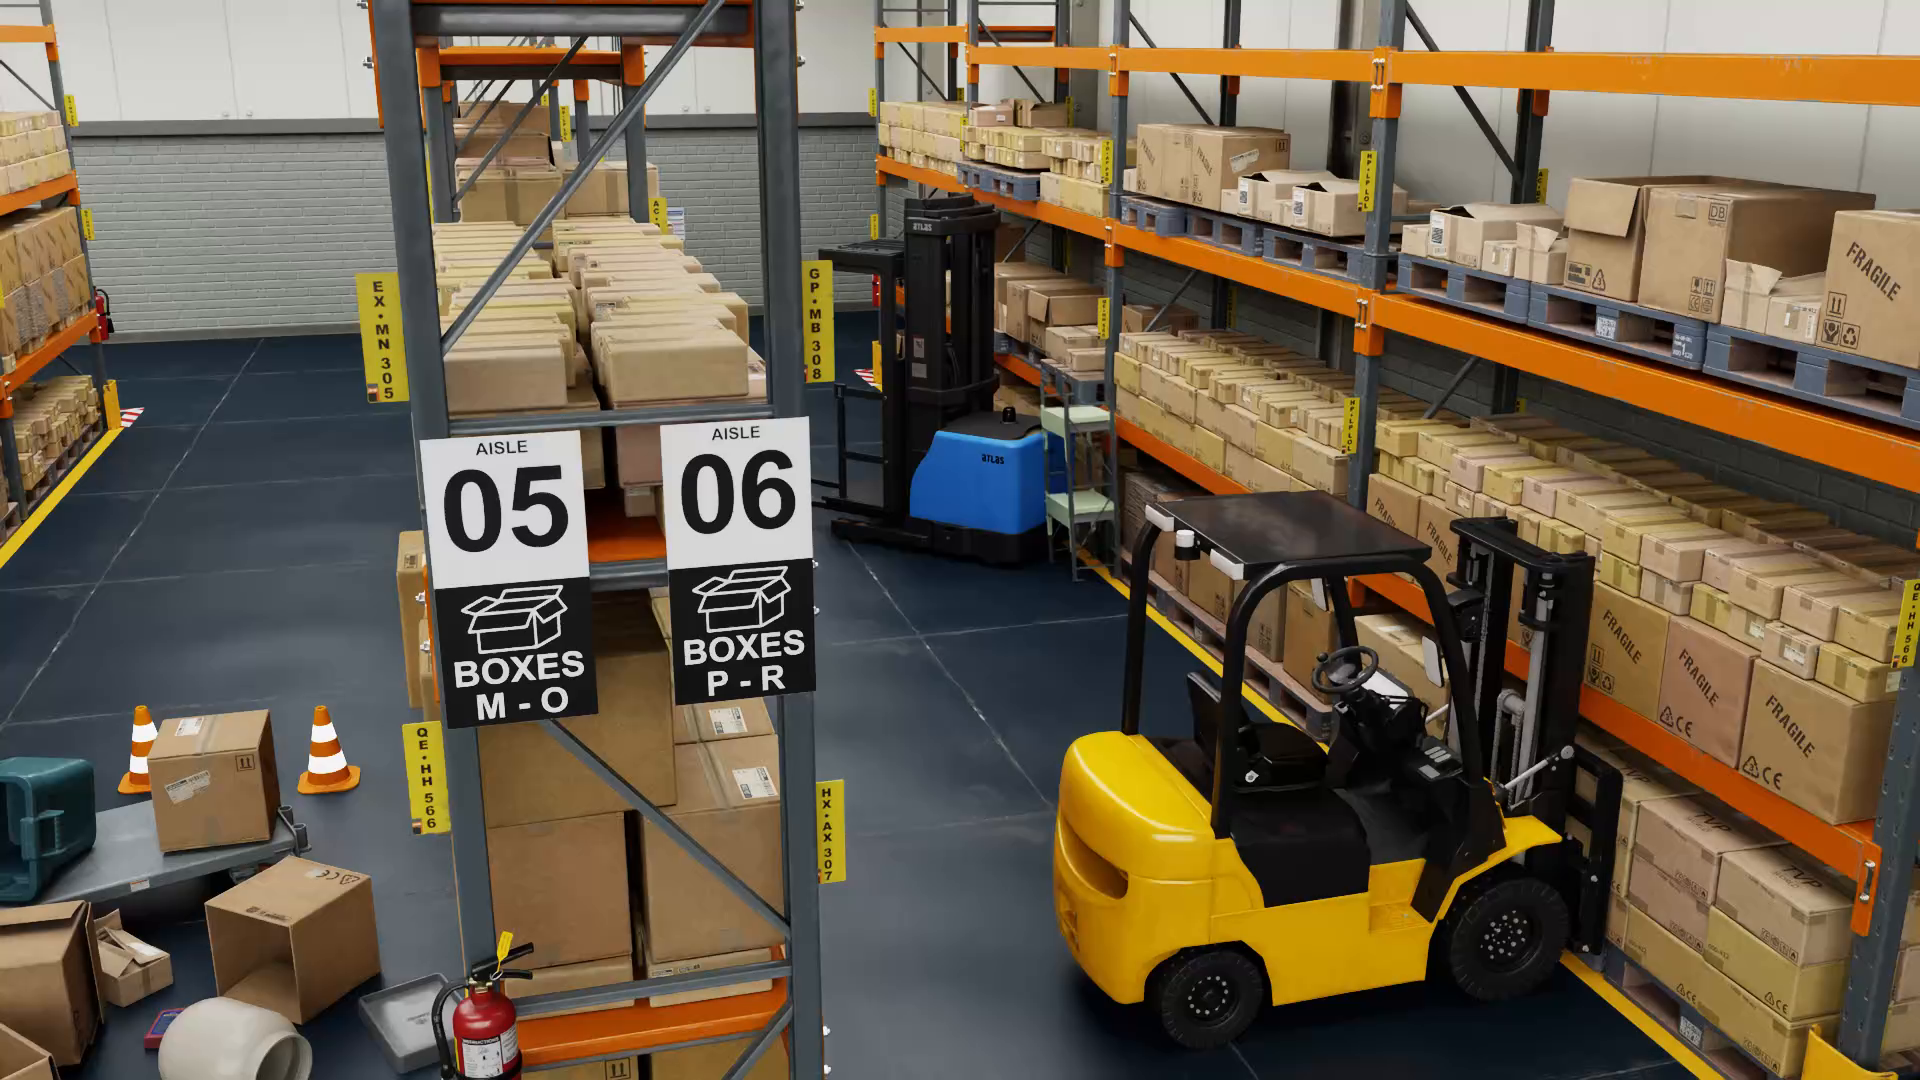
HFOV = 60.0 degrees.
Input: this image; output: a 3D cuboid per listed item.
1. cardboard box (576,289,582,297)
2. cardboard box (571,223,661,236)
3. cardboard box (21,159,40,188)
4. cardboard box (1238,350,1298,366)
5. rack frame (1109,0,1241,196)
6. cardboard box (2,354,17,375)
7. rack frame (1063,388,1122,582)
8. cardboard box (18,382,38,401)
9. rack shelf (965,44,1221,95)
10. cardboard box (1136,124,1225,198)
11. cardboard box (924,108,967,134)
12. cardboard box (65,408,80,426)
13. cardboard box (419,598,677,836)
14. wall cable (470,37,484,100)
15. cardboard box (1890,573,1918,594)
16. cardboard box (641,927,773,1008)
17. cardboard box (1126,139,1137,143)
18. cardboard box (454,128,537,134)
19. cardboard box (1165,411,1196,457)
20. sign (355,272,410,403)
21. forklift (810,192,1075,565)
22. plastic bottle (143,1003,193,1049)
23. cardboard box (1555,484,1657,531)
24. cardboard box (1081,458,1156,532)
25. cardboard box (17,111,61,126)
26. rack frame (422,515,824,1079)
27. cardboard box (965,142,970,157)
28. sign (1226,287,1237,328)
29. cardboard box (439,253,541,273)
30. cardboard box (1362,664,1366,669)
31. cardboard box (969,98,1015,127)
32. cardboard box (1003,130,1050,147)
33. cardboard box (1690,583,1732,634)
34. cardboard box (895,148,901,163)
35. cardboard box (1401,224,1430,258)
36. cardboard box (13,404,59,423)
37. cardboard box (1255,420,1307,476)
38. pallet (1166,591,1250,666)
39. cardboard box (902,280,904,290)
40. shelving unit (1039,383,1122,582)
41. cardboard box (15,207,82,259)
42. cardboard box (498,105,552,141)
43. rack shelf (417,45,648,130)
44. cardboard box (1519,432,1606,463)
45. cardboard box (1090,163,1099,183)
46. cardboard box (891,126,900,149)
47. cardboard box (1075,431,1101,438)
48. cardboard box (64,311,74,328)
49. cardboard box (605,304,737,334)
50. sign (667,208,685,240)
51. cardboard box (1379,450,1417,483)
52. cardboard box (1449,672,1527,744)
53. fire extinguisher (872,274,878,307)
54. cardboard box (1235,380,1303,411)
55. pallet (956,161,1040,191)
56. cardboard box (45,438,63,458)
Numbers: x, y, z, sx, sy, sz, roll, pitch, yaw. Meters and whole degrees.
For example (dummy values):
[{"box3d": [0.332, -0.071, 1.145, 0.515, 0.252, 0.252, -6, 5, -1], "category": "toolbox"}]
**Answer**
[{"box3d": [-1.362, -0.916, 6.815, 0.500, 0.250, 0.500, -5, 17, -16], "category": "cardboard box"}, {"box3d": [-1.566, -1.353, 7.578, 0.380, 0.149, 0.250, -5, 17, -17], "category": "cardboard box"}, {"box3d": [-9.223, -3.526, 16.025, 0.500, 0.250, 0.500, -4, 17, -13], "category": "cardboard box"}, {"box3d": [2.271, -1.295, 12.247, 0.380, 0.149, 0.250, -5, 17, -16], "category": "cardboard box"}, {"box3d": [1.664, -4.164, 12.672, 1.000, 3.000, 0.127, -5, 17, -15], "category": "rack frame"}, {"box3d": [-8.702, -1.568, 14.896, 0.380, 0.149, 0.250, -4, 17, -13], "category": "cardboard box"}, {"box3d": [1.041, -0.423, 13.022, 0.400, 1.500, 0.023, -6, 12, -11], "category": "rack frame"}, {"box3d": [-10.029, -1.573, 17.666, 0.380, 0.149, 0.250, -4, 17, -14], "category": "cardboard box"}, {"box3d": [1.114, -4.181, 14.675, 1.077, 0.370, 4.000, -5, 17, -15], "category": "rack shelf"}, {"box3d": [1.629, -2.805, 12.284, 0.500, 0.500, 0.500, -5, 17, -15], "category": "cardboard box"}, {"box3d": [-0.085, -4.545, 18.030, 0.500, 0.250, 0.500, -4, 17, -14], "category": "cardboard box"}, {"box3d": [-9.319, -1.260, 17.141, 0.380, 0.149, 0.250, -4, 17, -14], "category": "cardboard box"}, {"box3d": [-1.259, 0.522, 5.071, 0.700, 0.500, 0.500, -5, 17, -17], "category": "cardboard box"}, {"box3d": [-7.140, -7.535, 23.893, 0.463, 3.000, 0.029, -5, 17, -15], "category": "wall cable"}, {"box3d": [3.963, 0.233, 6.645, 0.380, 0.149, 0.250, -4, 17, -13], "category": "cardboard box"}, {"box3d": [-0.803, 1.325, 5.262, 0.380, 0.149, 0.250, -5, 17, -15], "category": "cardboard box"}, {"box3d": [1.598, -3.324, 14.139, 0.380, 0.149, 0.250, -4, 17, -13], "category": "cardboard box"}, {"box3d": [-3.562, -2.842, 12.581, 0.700, 0.500, 0.500, -6, 18, -18], "category": "cardboard box"}, {"box3d": [1.833, -0.796, 12.147, 0.500, 0.250, 0.500, -5, 18, -17], "category": "cardboard box"}, {"box3d": [-1.448, -0.507, 4.172, 0.100, 0.325, 0.005, -5, 17, -15], "category": "sign"}, {"box3d": [-0.521, -1.503, 14.360, 3.031, 2.935, 1.130, 11, 20, 32], "category": "forklift"}, {"box3d": [-3.457, 2.122, 7.283, 0.133, 0.061, 0.283, -2, 17, -6], "category": "plastic bottle"}, {"box3d": [3.081, -0.156, 7.940, 0.380, 0.149, 0.250, -5, 17, -15], "category": "cardboard box"}, {"box3d": [1.341, -0.395, 14.167, 0.500, 0.500, 0.500, -4, 17, -14], "category": "cardboard box"}, {"box3d": [-9.664, -4.417, 17.428, 0.380, 0.149, 0.250, -5, 17, -16], "category": "cardboard box"}, {"box3d": [-0.909, 1.315, 4.859, 1.000, 3.000, 0.127, -5, 17, -15], "category": "rack frame"}, {"box3d": [0.264, -3.849, 16.369, 0.380, 0.149, 0.250, -4, 17, -14], "category": "cardboard box"}, {"box3d": [2.197, -1.890, 13.518, 0.100, 0.325, 0.005, -5, 17, -15], "category": "sign"}, {"box3d": [-1.825, -1.020, 6.471, 0.380, 0.149, 0.250, -5, 17, -16], "category": "cardboard box"}, {"box3d": [2.599, 0.850, 9.589, 0.500, 0.250, 0.500, -5, 17, -16], "category": "cardboard box"}, {"box3d": [0.312, -4.193, 16.277, 0.396, 0.266, 0.258, -5, 17, -16], "category": "cardboard box"}, {"box3d": [0.619, -3.711, 15.394, 0.380, 0.149, 0.250, -4, 17, -14], "category": "cardboard box"}, {"box3d": [3.329, 0.275, 7.020, 0.380, 0.149, 0.250, -5, 17, -16], "category": "cardboard box"}, {"box3d": [-0.550, -4.494, 19.420, 0.380, 0.149, 0.250, -4, 17, -14], "category": "cardboard box"}, {"box3d": [2.595, -1.602, 8.889, 0.380, 0.149, 0.250, -4, 17, -14], "category": "cardboard box"}, {"box3d": [-9.239, -1.251, 16.595, 0.380, 0.149, 0.250, -5, 17, -15], "category": "cardboard box"}, {"box3d": [2.234, -0.609, 10.658, 0.500, 0.250, 0.500, -5, 17, -17], "category": "cardboard box"}, {"box3d": [2.184, 0.612, 12.047, 1.003, 0.211, 1.213, -5, 17, -15], "category": "pallet"}, {"box3d": [-0.477, -3.059, 19.860, 0.380, 0.149, 0.250, -4, 17, -14], "category": "cardboard box"}, {"box3d": [0.967, -0.492, 13.373, 0.431, 1.500, 0.755, -6, 12, -11], "category": "shelving unit"}, {"box3d": [-9.673, -3.253, 17.640, 0.500, 0.500, 0.500, -5, 17, -16], "category": "cardboard box"}, {"box3d": [-4.167, -3.917, 15.985, 0.500, 0.500, 0.500, -4, 17, -14], "category": "cardboard box"}, {"box3d": [-2.558, -2.681, 9.682, 1.077, 0.370, 4.000, -5, 17, -15], "category": "rack shelf"}, {"box3d": [3.256, -0.476, 9.005, 0.380, 0.149, 0.250, -5, 17, -16], "category": "cardboard box"}, {"box3d": [1.283, -2.999, 13.575, 0.380, 0.149, 0.250, -5, 17, -17], "category": "cardboard box"}, {"box3d": [-0.516, -4.728, 19.506, 0.500, 0.250, 0.500, -4, 17, -14], "category": "cardboard box"}, {"box3d": [1.150, -0.871, 14.627, 0.380, 0.149, 0.250, -5, 18, -17], "category": "cardboard box"}, {"box3d": [-9.468, -2.294, 17.312, 0.380, 0.149, 0.250, -4, 17, -14], "category": "cardboard box"}, {"box3d": [-0.905, -0.640, 5.204, 0.380, 0.149, 0.250, -5, 17, -15], "category": "cardboard box"}, {"box3d": [-4.400, -4.845, 25.532, 0.329, 0.494, 0.001, -5, 17, -15], "category": "sign"}, {"box3d": [2.598, -0.434, 9.382, 0.380, 0.149, 0.250, -5, 17, -16], "category": "cardboard box"}, {"box3d": [2.873, 0.890, 8.587, 0.500, 0.250, 0.500, -4, 17, -13], "category": "cardboard box"}, {"box3d": [-1.019, -3.292, 20.981, 0.296, 0.674, 0.183, -5, 17, -15], "category": "fire extinguisher"}, {"box3d": [2.076, -0.971, 11.169, 0.380, 0.149, 0.250, -5, 17, -15], "category": "cardboard box"}, {"box3d": [0.676, -3.558, 16.195, 1.213, 0.211, 1.003, -5, 17, -15], "category": "pallet"}, {"box3d": [-9.125, -0.902, 16.467, 0.380, 0.149, 0.250, -5, 17, -17], "category": "cardboard box"}]
